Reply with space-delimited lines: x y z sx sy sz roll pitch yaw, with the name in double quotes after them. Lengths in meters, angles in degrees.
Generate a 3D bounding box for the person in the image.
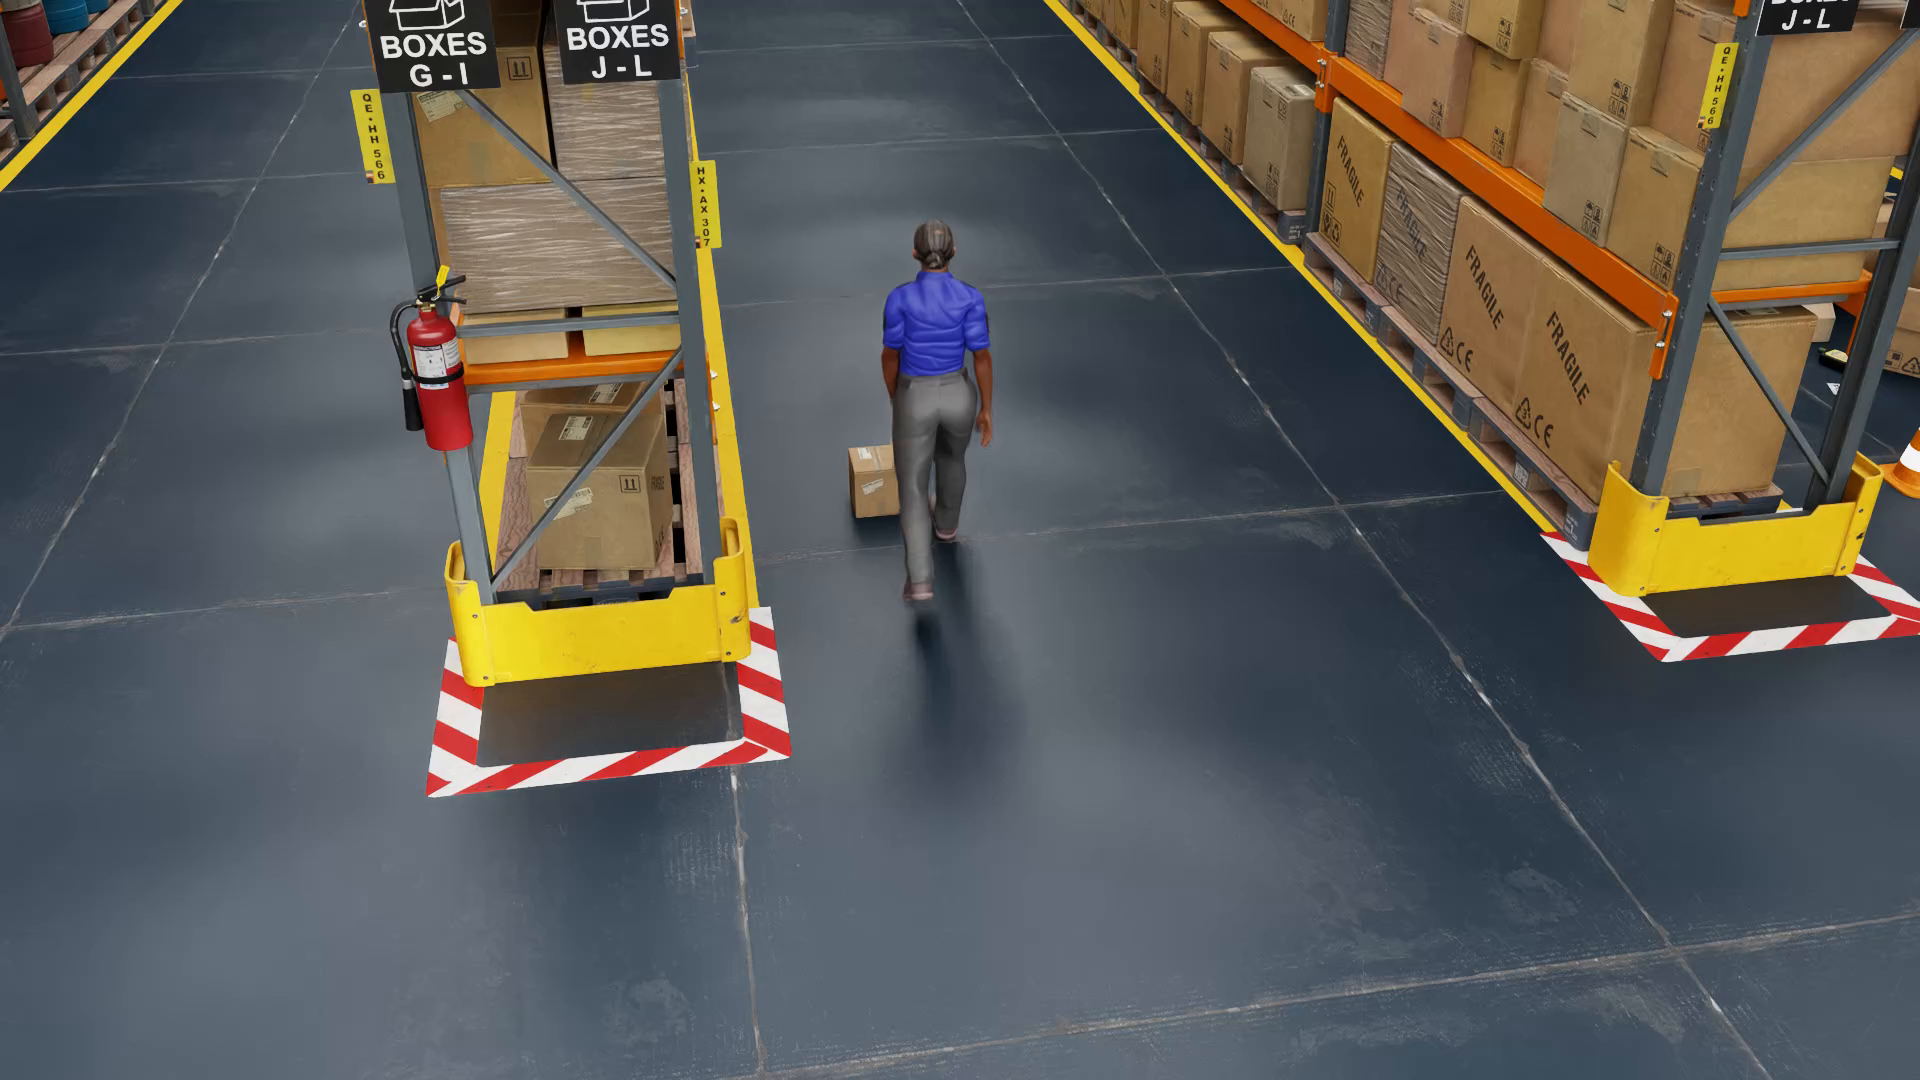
-0.095 -0.578 7.112 0.460 1.614 0.993 -7 32 -11 "person"
